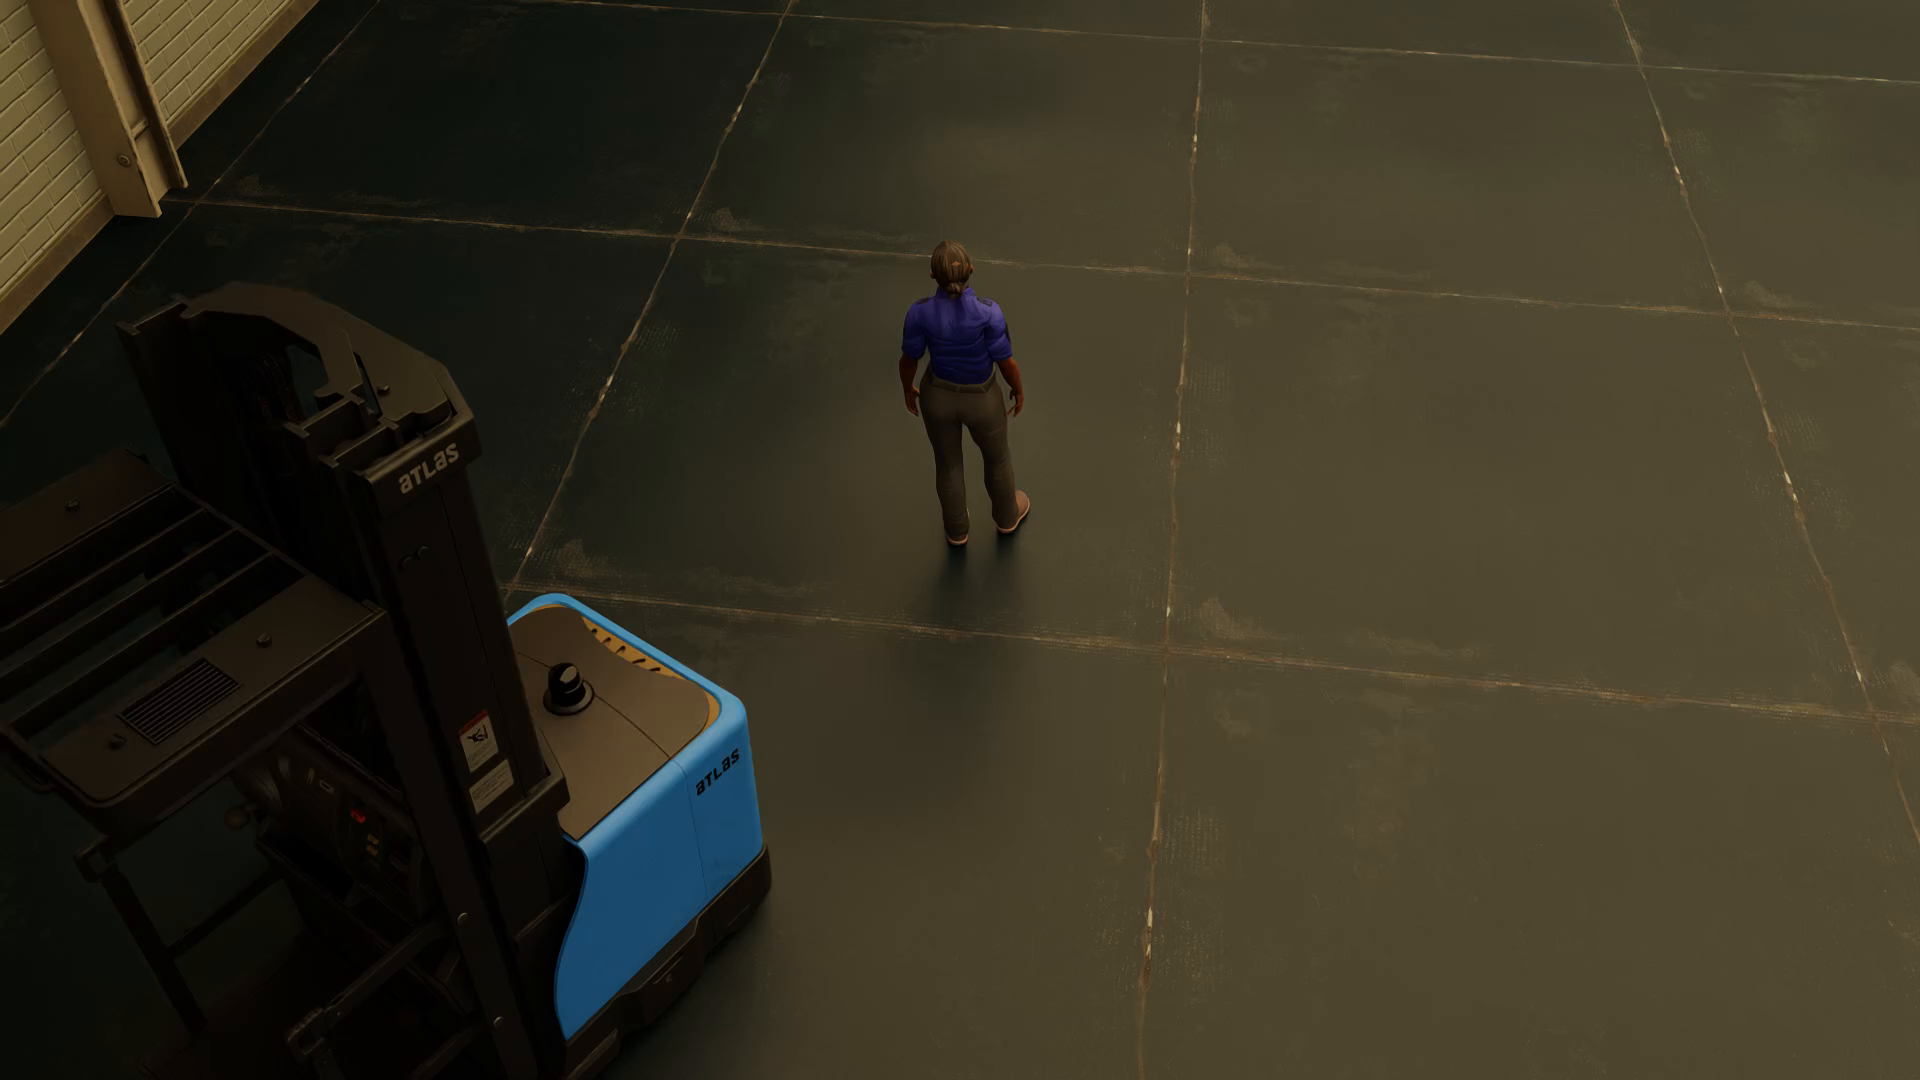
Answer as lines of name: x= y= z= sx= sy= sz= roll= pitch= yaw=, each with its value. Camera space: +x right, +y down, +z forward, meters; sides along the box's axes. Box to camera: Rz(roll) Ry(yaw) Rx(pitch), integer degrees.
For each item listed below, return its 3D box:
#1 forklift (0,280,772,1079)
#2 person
forklift: x=-2.005 y=0.875 z=4.772 sx=1.130 sy=2.935 sz=3.031 roll=27 pitch=49 yaw=26
person: x=0.031 y=-0.671 z=7.388 sx=0.569 sy=1.654 sz=0.504 roll=5 pitch=43 yaw=6
